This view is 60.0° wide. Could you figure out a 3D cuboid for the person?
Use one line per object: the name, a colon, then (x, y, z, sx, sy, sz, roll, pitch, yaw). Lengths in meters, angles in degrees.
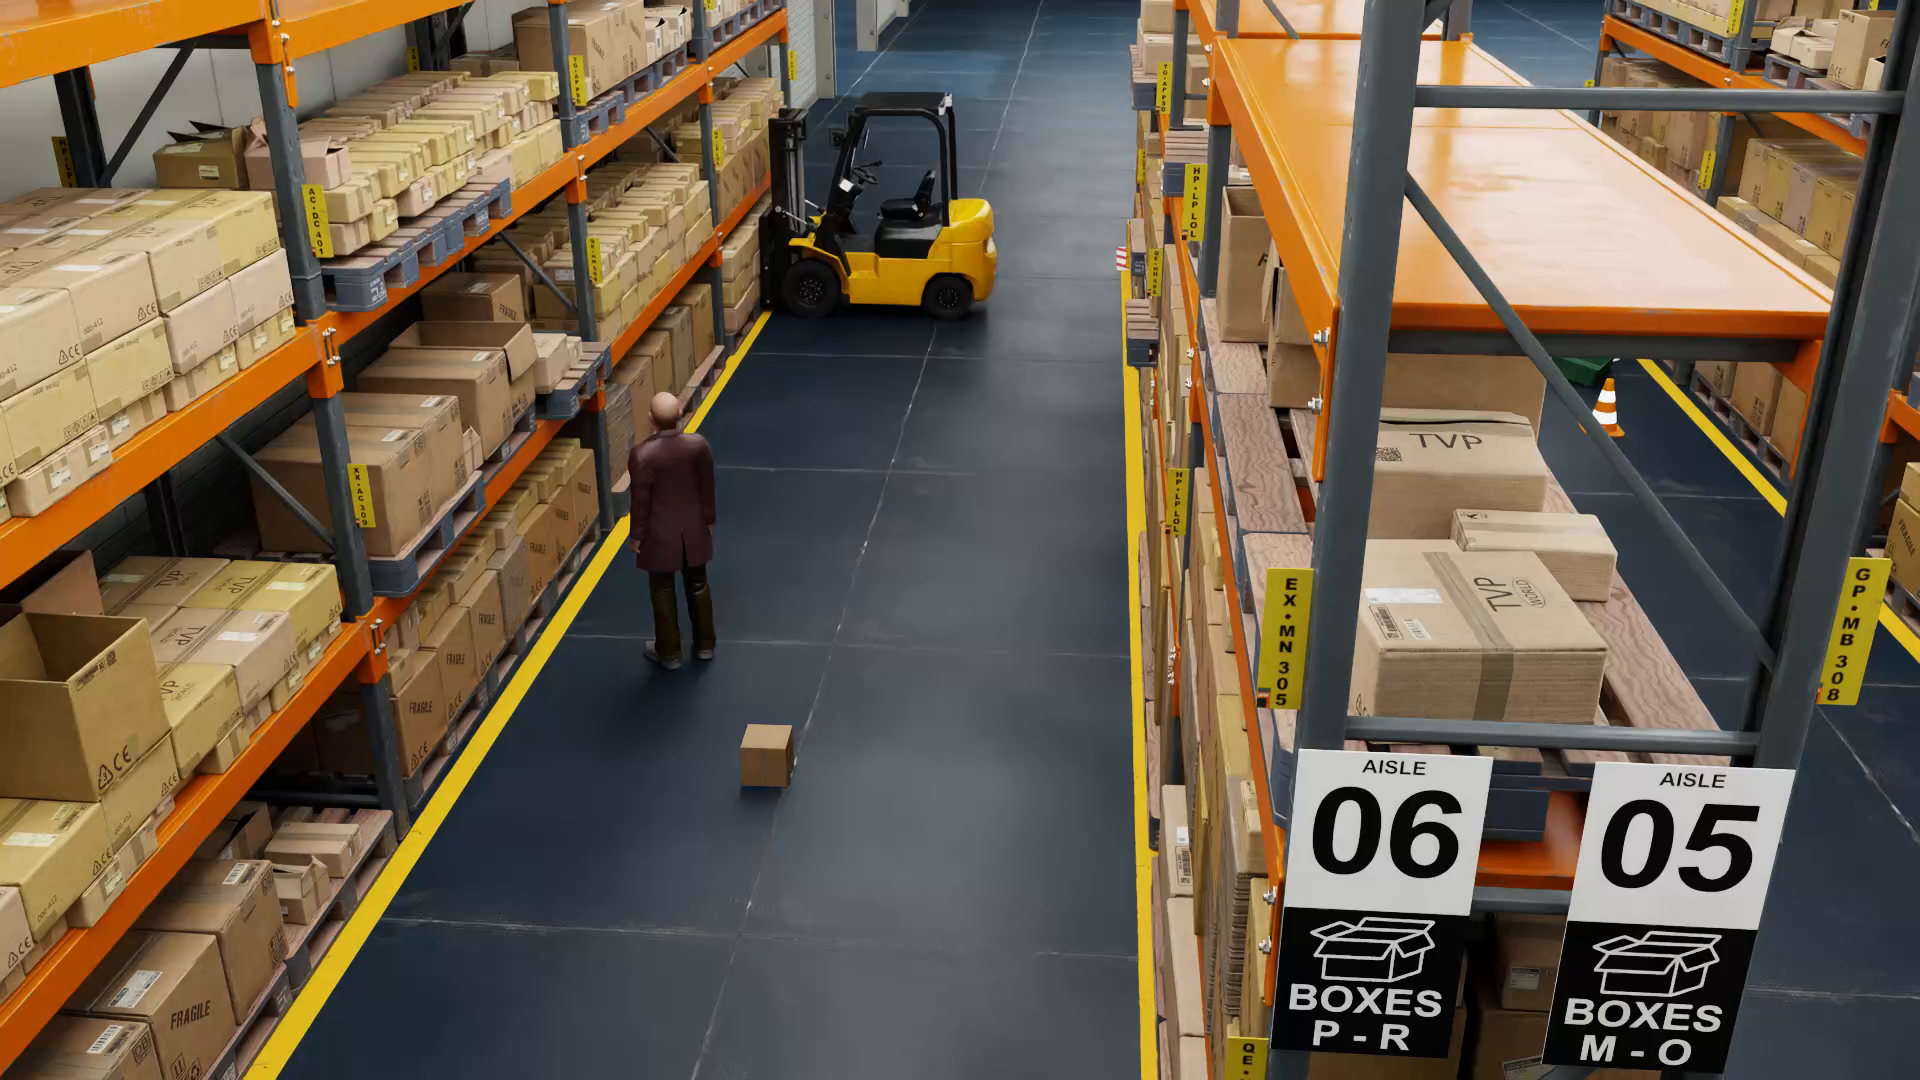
person: (-1.778, -0.079, 10.205, 0.553, 1.781, 0.396, -14, 28, -28)
